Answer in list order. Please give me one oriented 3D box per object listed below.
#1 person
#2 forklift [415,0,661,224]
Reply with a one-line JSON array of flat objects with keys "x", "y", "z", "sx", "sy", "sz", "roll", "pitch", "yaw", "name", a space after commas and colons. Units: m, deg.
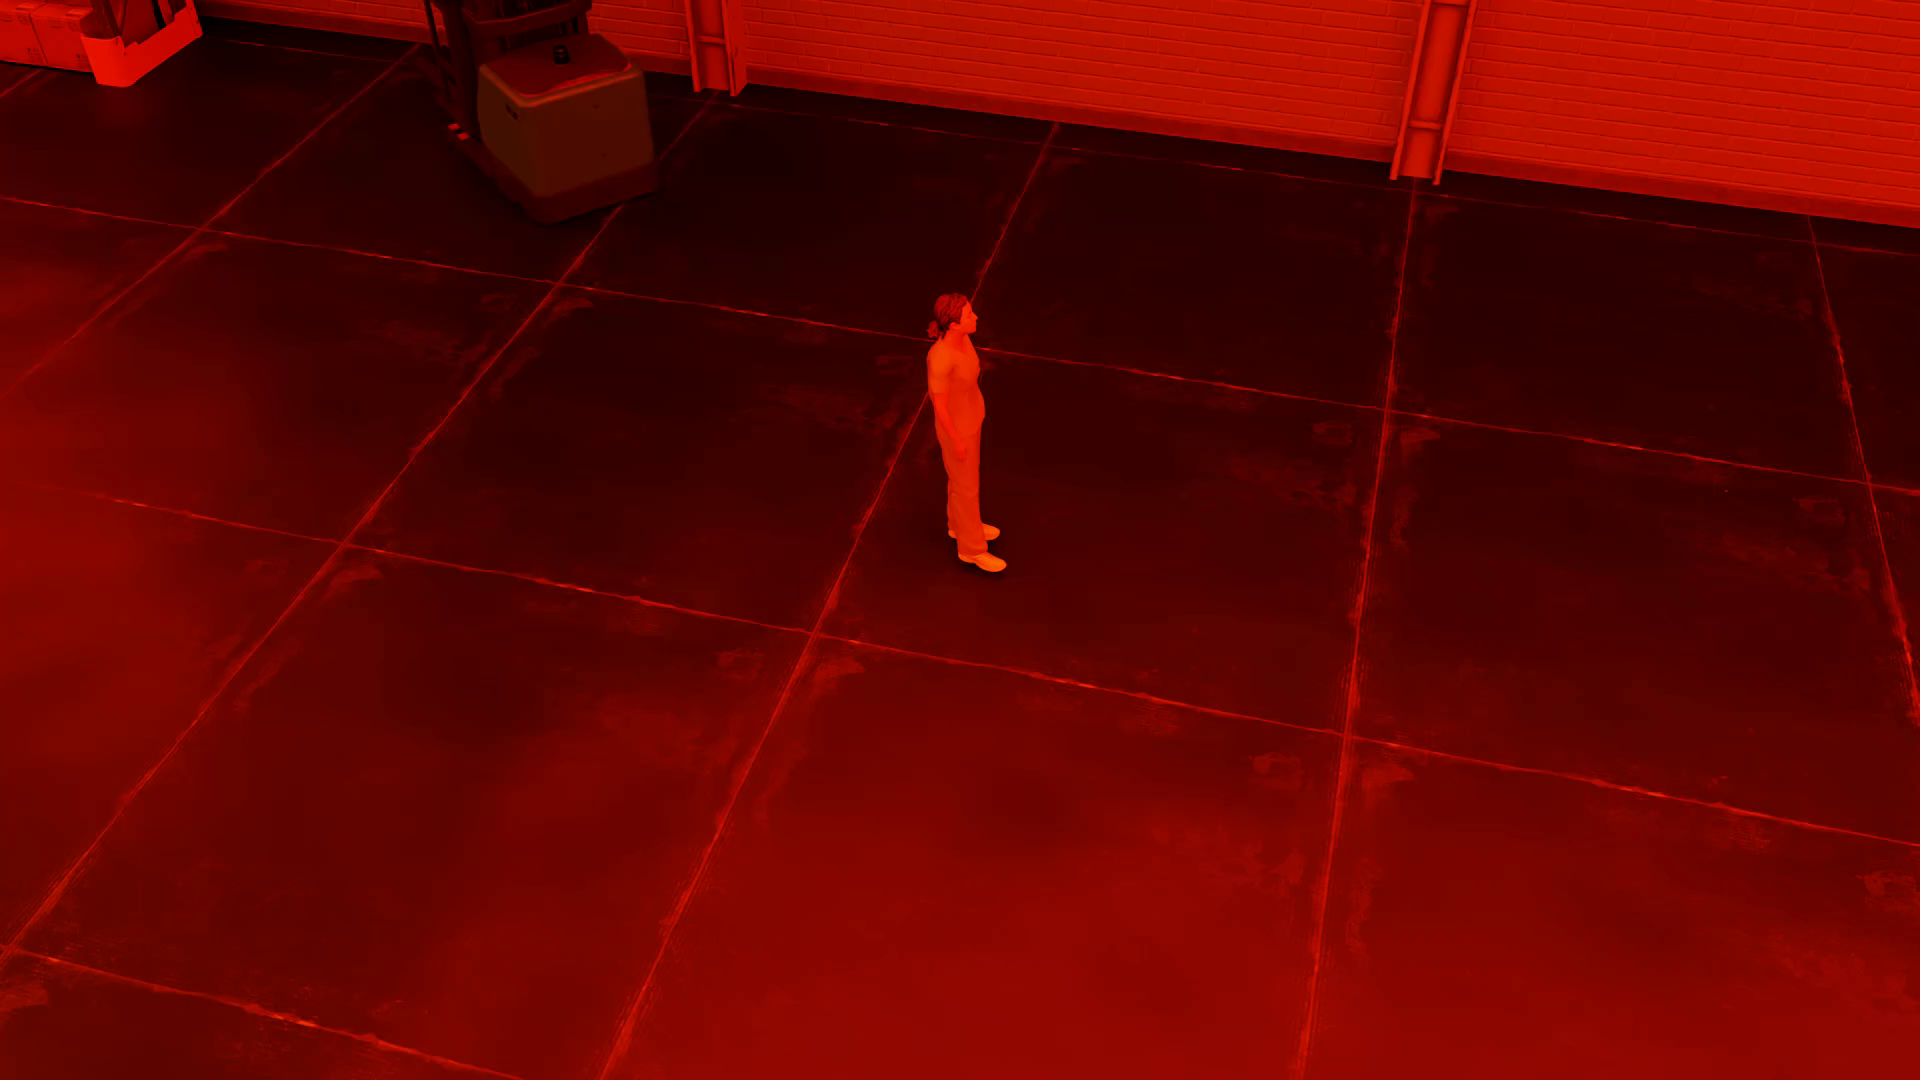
[{"x": 0.068, "y": -0.645, "z": 9.477, "sx": 0.547, "sy": 1.673, "sz": 0.549, "roll": 10, "pitch": 42, "yaw": 11, "name": "person"}, {"x": -3.629, "y": -4.456, "z": 12.945, "sx": 1.130, "sy": 2.935, "sz": 3.031, "roll": -25, "pitch": 47, "yaw": -26, "name": "forklift"}]
